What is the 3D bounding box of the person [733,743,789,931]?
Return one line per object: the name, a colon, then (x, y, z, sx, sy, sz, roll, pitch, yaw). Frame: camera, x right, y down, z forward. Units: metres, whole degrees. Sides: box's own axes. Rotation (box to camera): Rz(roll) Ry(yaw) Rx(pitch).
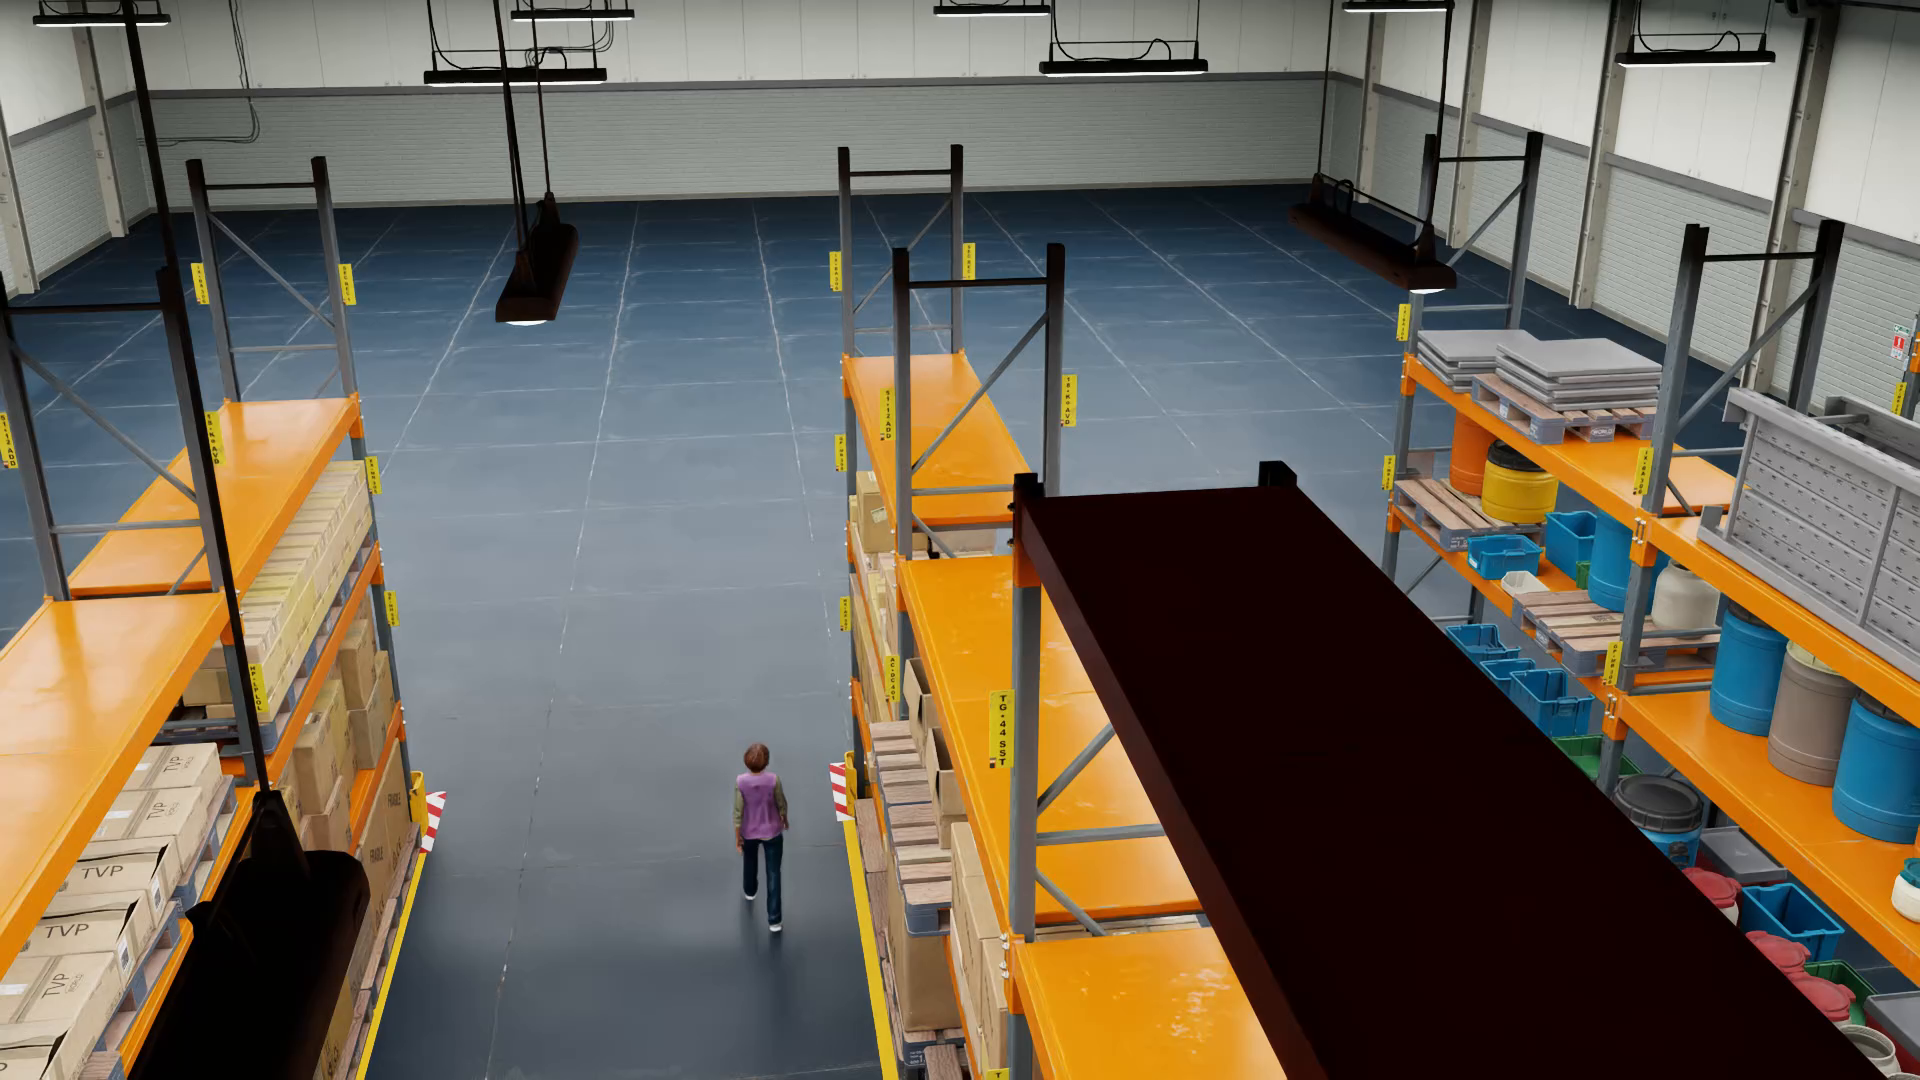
person: (-1.613, 2.352, 13.557, 0.437, 1.557, 0.817, -1, 22, -2)
